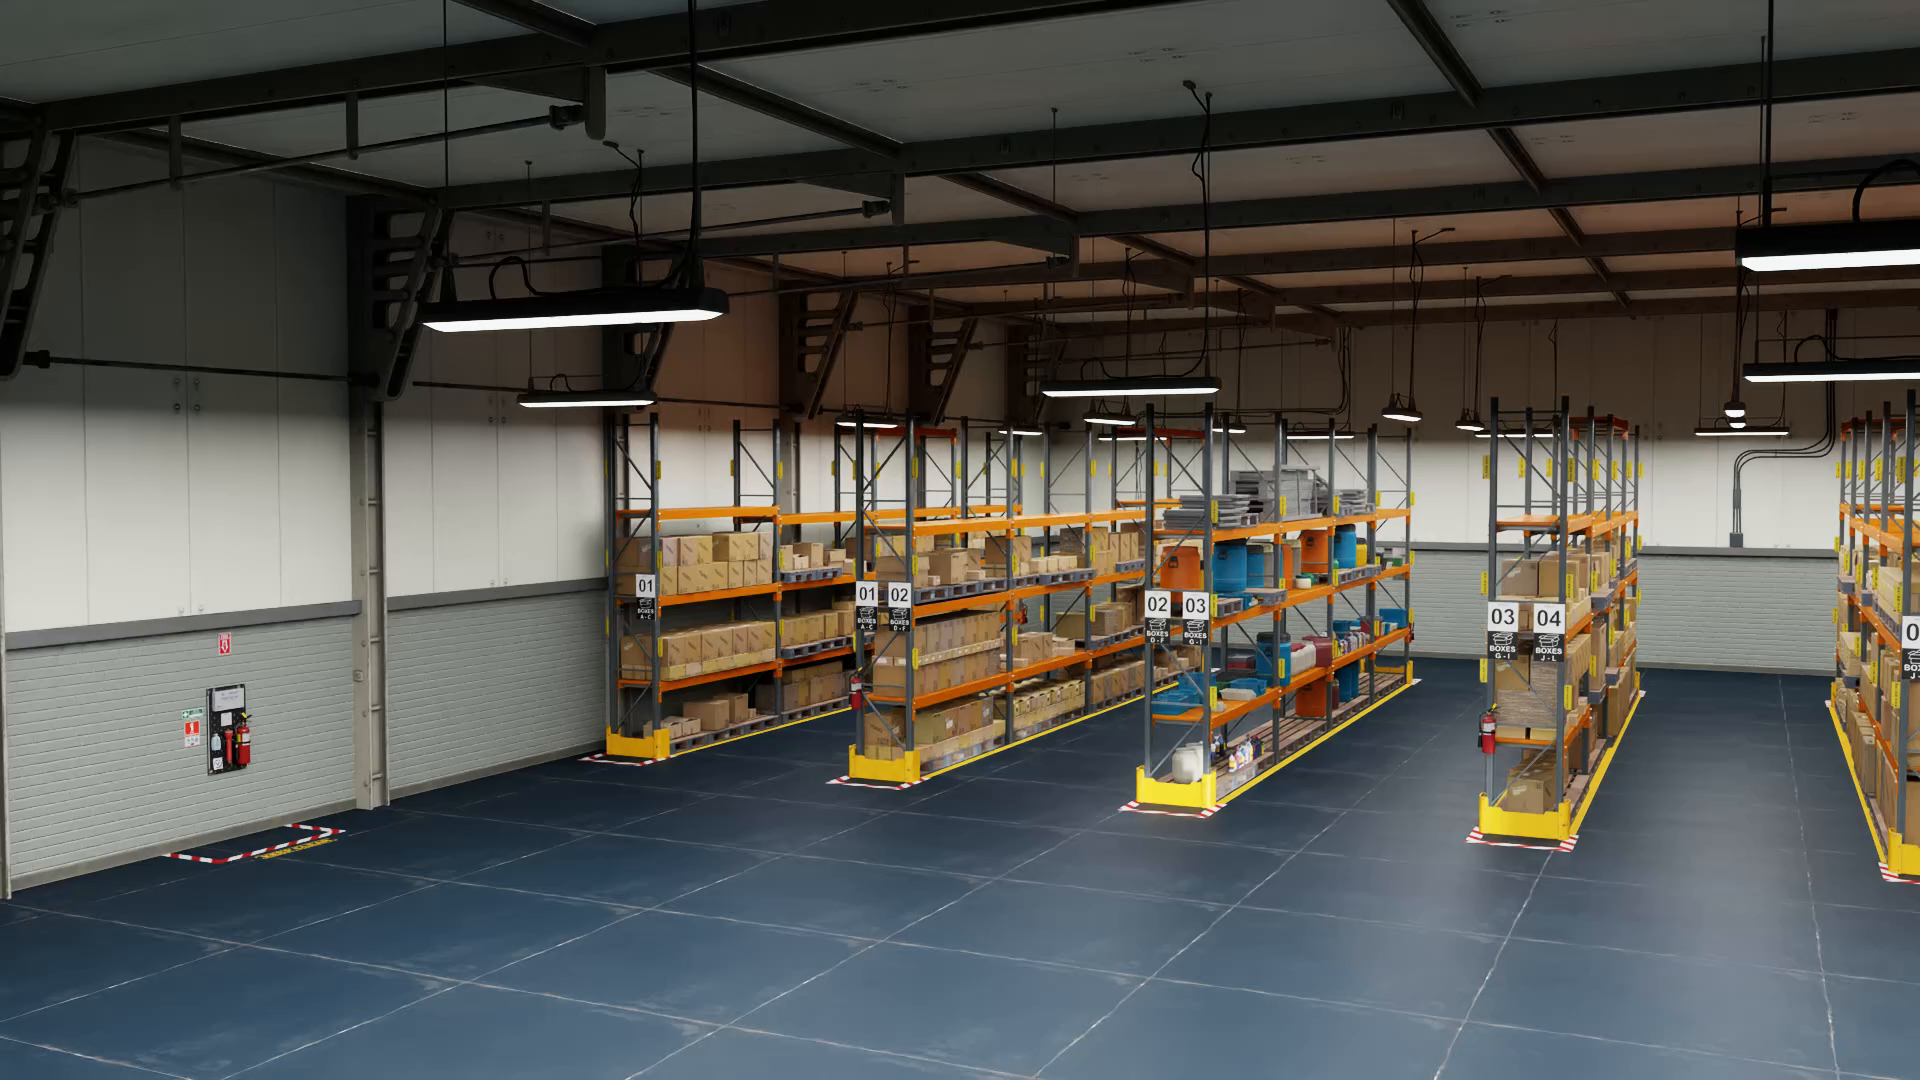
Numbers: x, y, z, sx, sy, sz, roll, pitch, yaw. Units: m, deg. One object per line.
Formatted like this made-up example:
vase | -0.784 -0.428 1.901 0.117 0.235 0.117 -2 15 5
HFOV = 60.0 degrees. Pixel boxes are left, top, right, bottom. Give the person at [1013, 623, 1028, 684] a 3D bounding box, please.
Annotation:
person | 1.318 2.644 36.014 0.600 1.702 0.617 2 3 39
